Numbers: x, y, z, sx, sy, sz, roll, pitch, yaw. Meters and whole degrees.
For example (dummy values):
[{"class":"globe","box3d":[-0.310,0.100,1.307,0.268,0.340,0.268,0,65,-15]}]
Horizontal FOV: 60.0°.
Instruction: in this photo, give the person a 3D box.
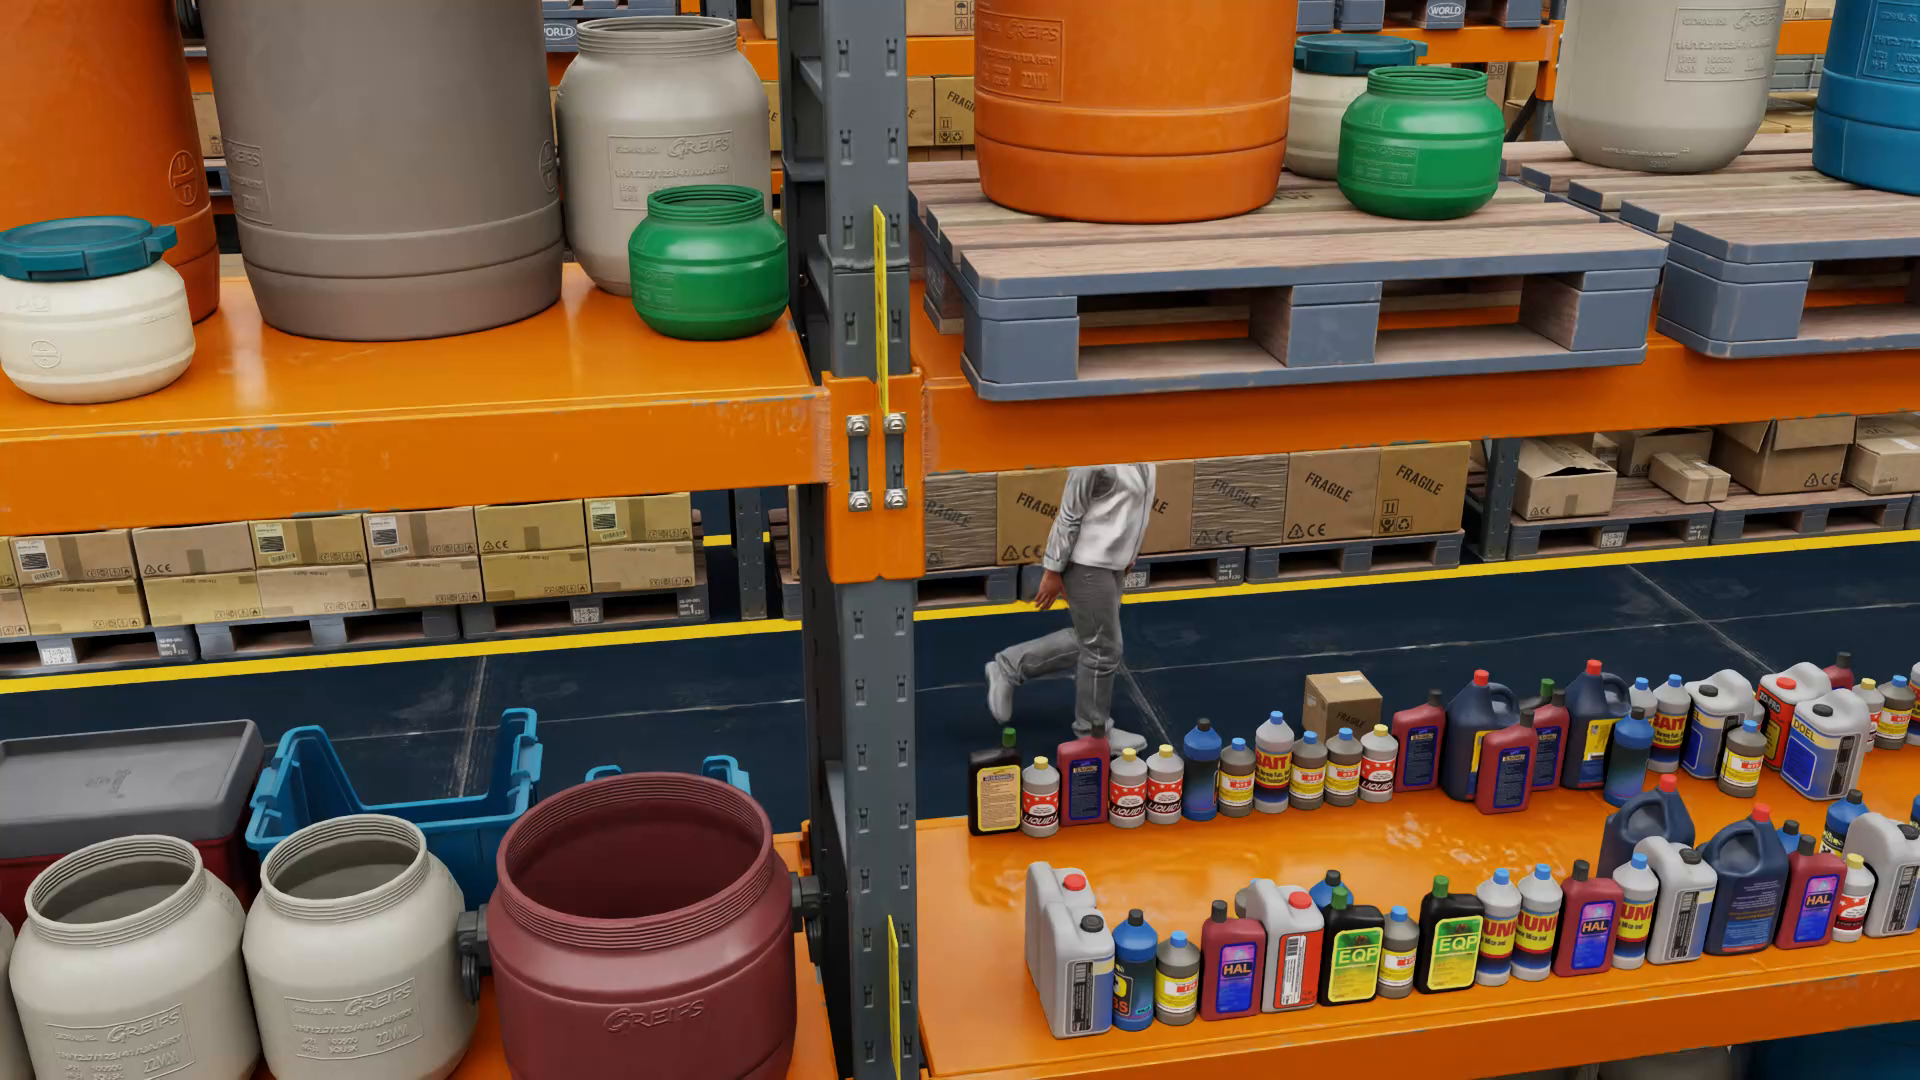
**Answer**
[{"class":"person","box3d":[0.488,0.039,6.990,0.747,1.747,0.595,10,25,23]}]
